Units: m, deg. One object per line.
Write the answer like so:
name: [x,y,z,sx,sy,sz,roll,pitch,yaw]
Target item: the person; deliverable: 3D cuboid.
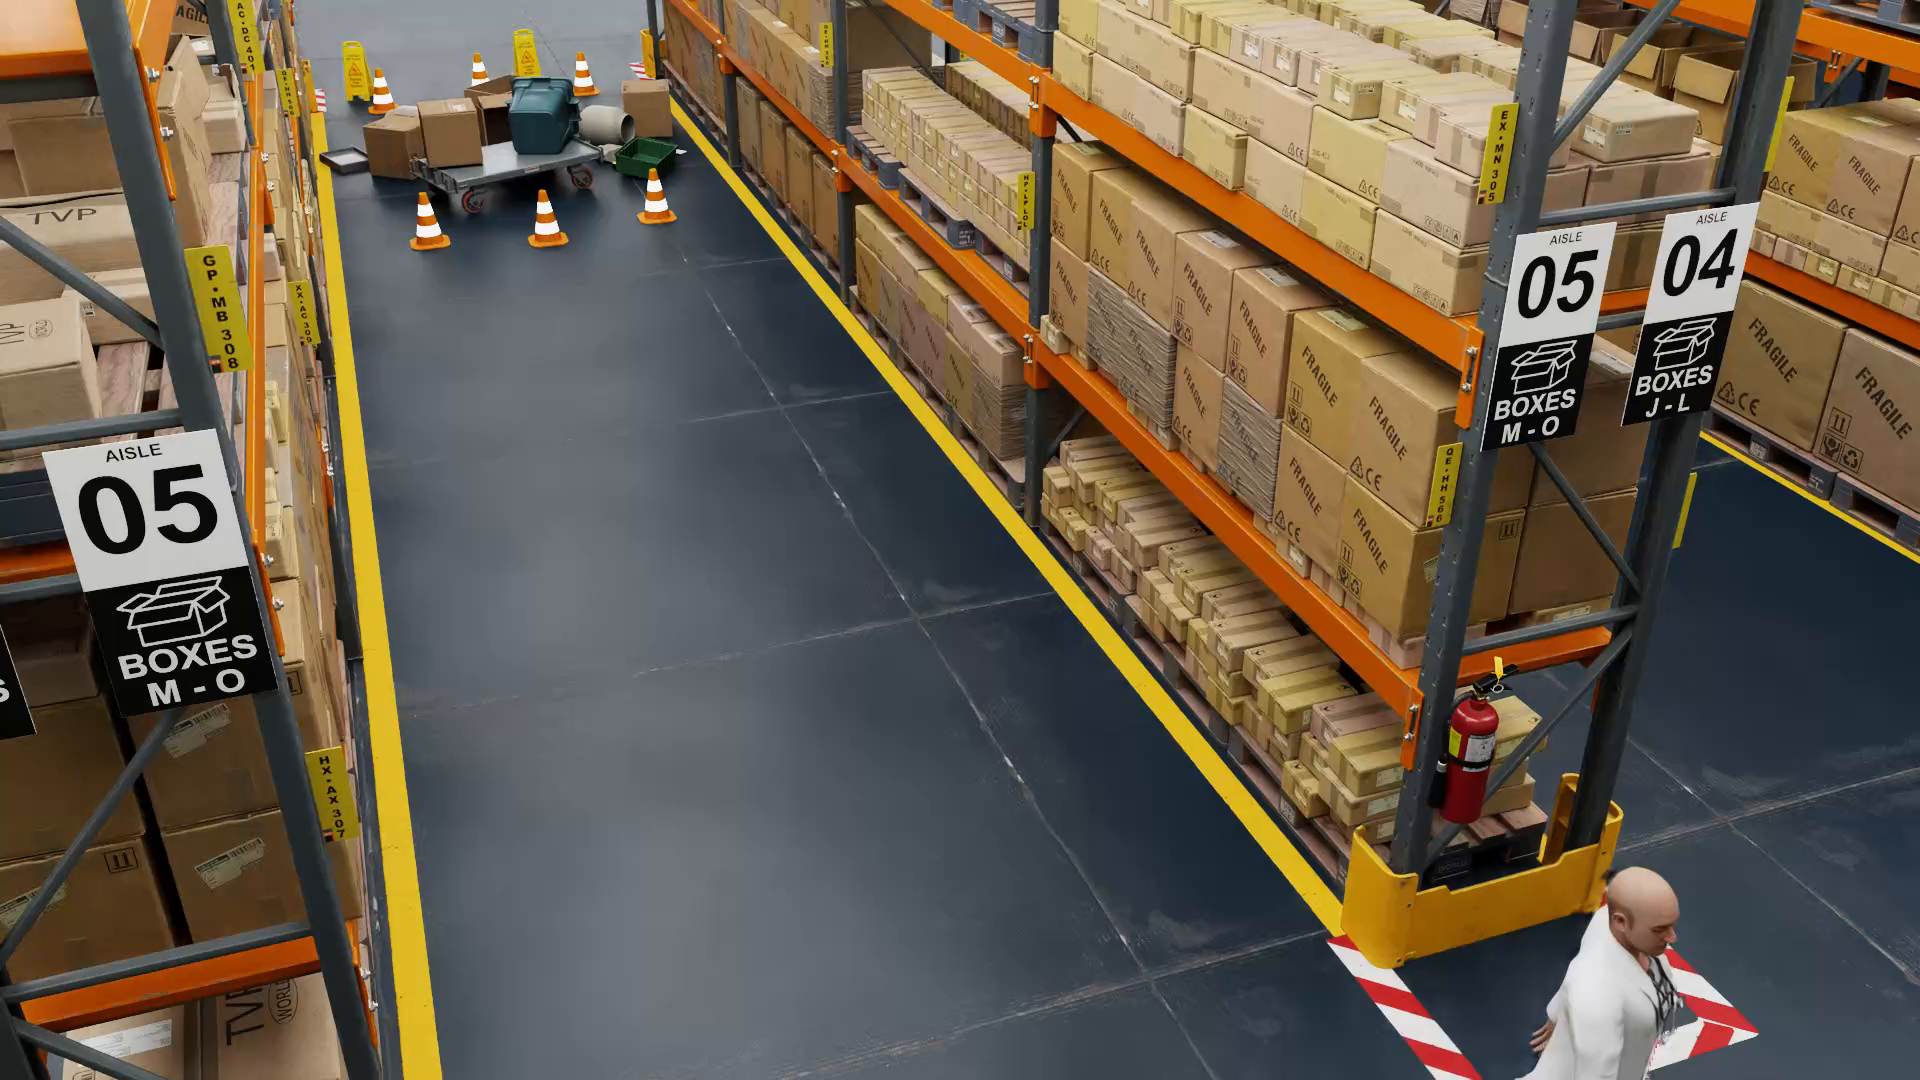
person: [2.006,1.754,5.255,1.133,1.729,0.696,18,34,28]
